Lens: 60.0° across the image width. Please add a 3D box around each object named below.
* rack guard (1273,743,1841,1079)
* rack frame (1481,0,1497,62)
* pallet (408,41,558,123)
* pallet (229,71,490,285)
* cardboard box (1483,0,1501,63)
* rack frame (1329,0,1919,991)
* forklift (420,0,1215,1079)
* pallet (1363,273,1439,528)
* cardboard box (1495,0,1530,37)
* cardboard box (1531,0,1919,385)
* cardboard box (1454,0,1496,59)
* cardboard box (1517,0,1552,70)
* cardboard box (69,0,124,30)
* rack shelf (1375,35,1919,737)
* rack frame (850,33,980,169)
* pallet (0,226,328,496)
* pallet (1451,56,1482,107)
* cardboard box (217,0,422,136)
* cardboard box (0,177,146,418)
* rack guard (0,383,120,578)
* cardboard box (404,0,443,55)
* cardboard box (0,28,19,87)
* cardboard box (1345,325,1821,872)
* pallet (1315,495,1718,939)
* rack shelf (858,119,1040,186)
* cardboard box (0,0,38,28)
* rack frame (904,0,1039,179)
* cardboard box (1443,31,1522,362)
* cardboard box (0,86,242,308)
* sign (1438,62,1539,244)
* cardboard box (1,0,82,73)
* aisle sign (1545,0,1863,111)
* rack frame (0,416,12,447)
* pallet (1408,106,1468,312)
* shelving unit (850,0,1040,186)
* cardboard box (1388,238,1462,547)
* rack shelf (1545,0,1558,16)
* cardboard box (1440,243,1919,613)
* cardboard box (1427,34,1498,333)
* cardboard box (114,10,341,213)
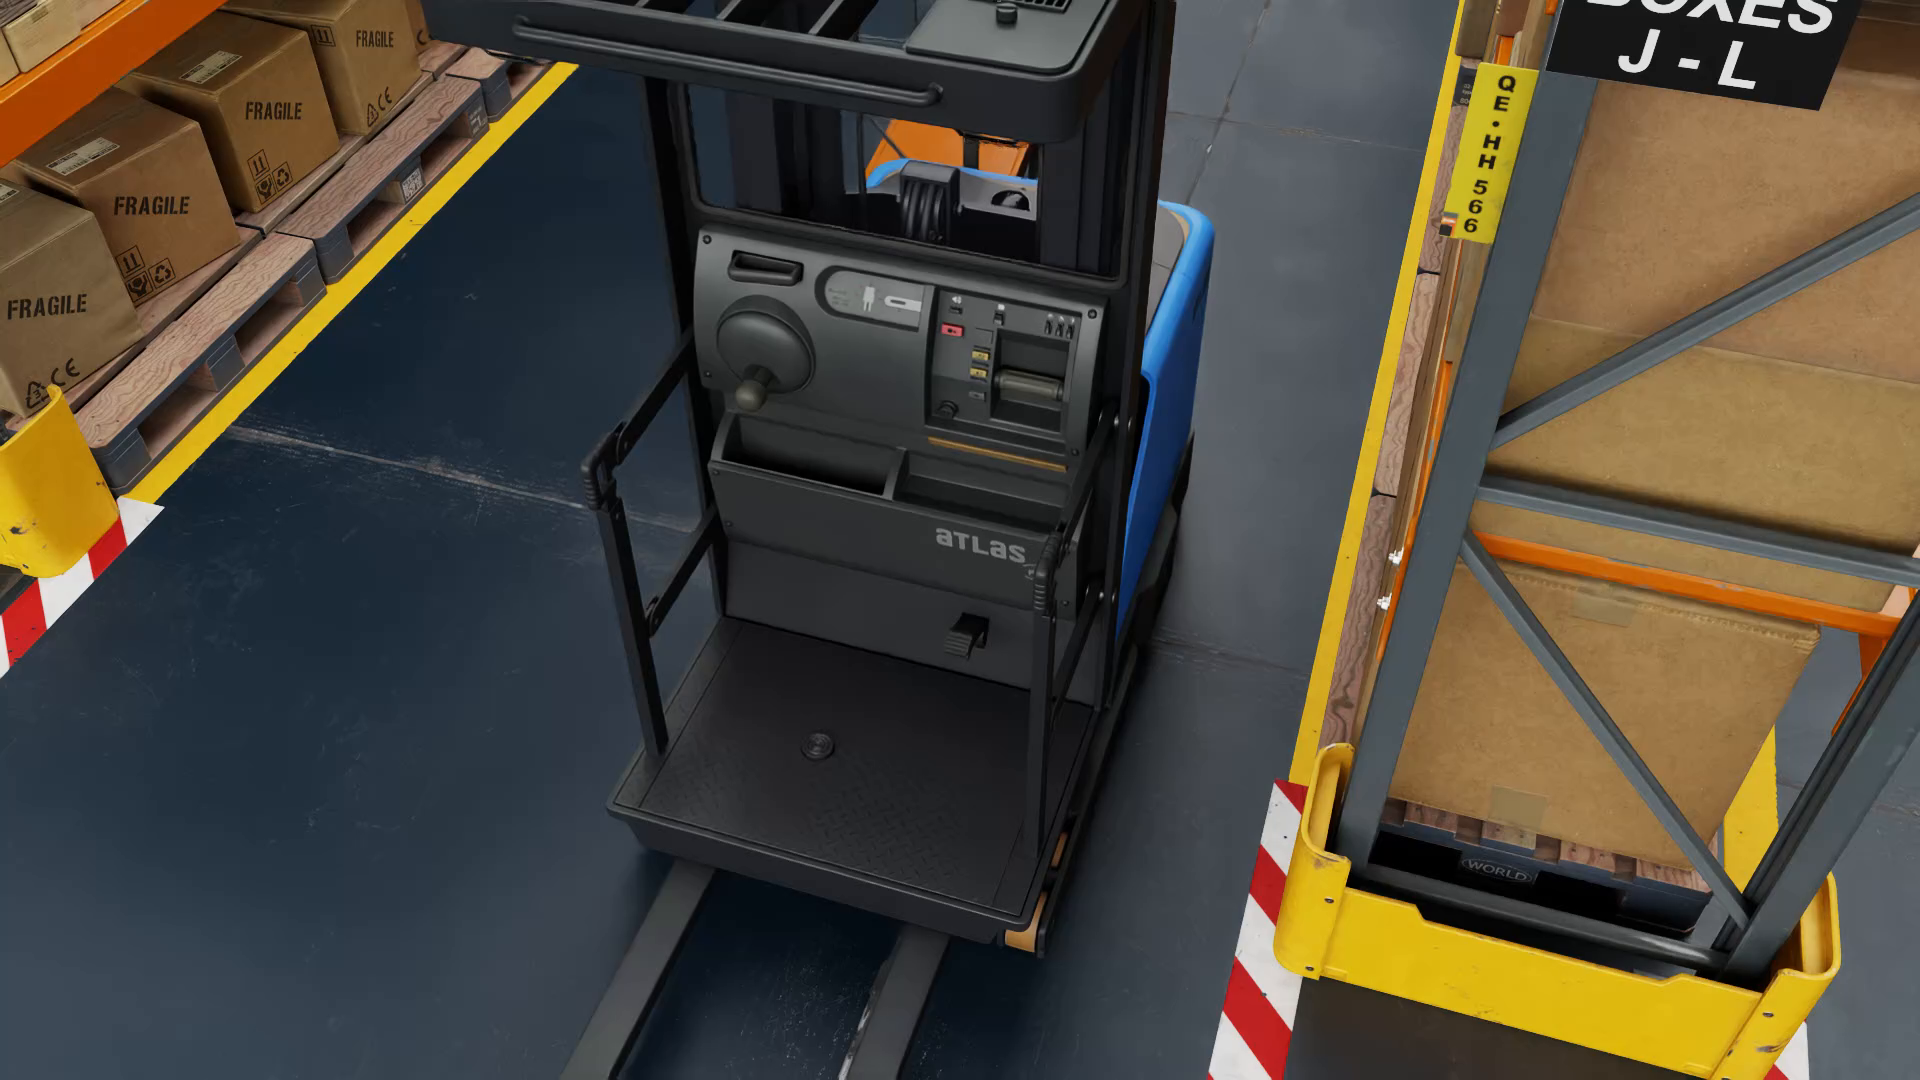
[{"bbox_3d":[1.382,0.897,3.976,1.175,0.500,0.348,13,46,13],"label":"rack guard"},{"bbox_3d":[2.601,-2.679,5.843,1.000,3.000,0.127,13,46,13],"label":"rack frame"},{"bbox_3d":[-2.266,-2.345,7.495,1.003,0.211,1.213,13,46,13],"label":"pallet"},{"bbox_3d":[-2.633,-1.529,6.662,1.003,0.211,1.213,13,46,13],"label":"pallet"},{"bbox_3d":[2.343,-1.665,6.026,0.875,0.875,0.875,13,46,13],"label":"cardboard box"},{"bbox_3d":[1.389,-0.013,3.118,1.000,3.000,0.127,13,46,13],"label":"rack frame"},{"bbox_3d":[-0.213,-0.337,3.499,1.130,2.935,3.031,13,46,13],"label":"forklift"},{"bbox_3d":[1.928,-0.376,5.483,1.003,0.211,1.213,13,46,13],"label":"pallet"},{"bbox_3d":[2.080,-1.777,4.815,0.875,0.550,0.550,13,46,13],"label":"cardboard box"},{"bbox_3d":[1.539,-0.691,2.932,0.875,0.550,0.550,13,46,13],"label":"cardboard box"},{"bbox_3d":[2.703,-2.458,6.925,1.050,0.750,0.750,12,46,12],"label":"cardboard box"},{"bbox_3d":[1.617,-1.077,3.327,0.875,0.550,0.550,13,46,13],"label":"cardboard box"},{"bbox_3d":[-2.754,-1.677,4.999,0.380,0.149,0.250,13,46,13],"label":"cardboard box"},{"bbox_3d":[1.995,-1.089,4.732,1.077,0.370,4.000,13,46,13],"label":"rack shelf"},{"bbox_3d":[-0.187,-0.949,5.147,0.500,1.500,0.032,10,45,10],"label":"rack frame"},{"bbox_3d":[-3.004,-0.718,5.833,1.003,0.211,1.213,13,46,13],"label":"pallet"},{"bbox_3d":[2.762,-2.212,7.360,1.003,0.211,1.213,13,46,13],"label":"pallet"},{"bbox_3d":[-2.534,-1.981,6.617,0.500,0.500,0.500,9,45,9],"label":"cardboard box"},{"bbox_3d":[-3.102,-0.800,5.410,0.500,0.500,0.500,21,48,20],"label":"cardboard box"},{"bbox_3d":[-3.284,-0.288,5.187,1.175,0.500,0.348,13,46,13],"label":"rack guard"},{"bbox_3d":[-2.421,-2.412,7.057,0.500,0.500,0.500,27,50,25],"label":"cardboard box"},{"bbox_3d":[-2.900,-1.343,4.657,0.380,0.149,0.250,13,46,13],"label":"cardboard box"},{"bbox_3d":[1.532,0.131,4.191,0.875,0.875,0.875,13,46,13],"label":"cardboard box"},{"bbox_3d":[1.557,0.435,4.655,1.003,0.211,1.213,13,46,13],"label":"pallet"},{"bbox_3d":[-0.067,-1.166,5.626,0.538,0.185,1.000,10,45,10],"label":"rack shelf"},{"bbox_3d":[-3.114,-1.633,4.490,0.875,0.500,0.500,13,46,13],"label":"cardboard box"},{"bbox_3d":[0.053,-1.640,5.853,0.500,1.500,0.032,10,45,10],"label":"rack frame"},{"bbox_3d":[1.604,-0.694,3.708,0.875,0.550,0.550,13,46,13],"label":"cardboard box"},{"bbox_3d":[-2.954,-1.206,5.824,0.500,0.500,0.500,24,49,23],"label":"cardboard box"},{"bbox_3d":[0.876,-0.635,2.757,0.100,0.325,0.005,13,46,13],"label":"sign"},{"bbox_3d":[-2.810,-1.506,4.824,0.380,0.149,0.250,13,46,13],"label":"cardboard box"},{"bbox_3d":[1.082,-0.958,2.226,0.394,0.787,0.004,13,46,13],"label":"aisle sign"},{"bbox_3d":[-3.307,-1.130,4.261,1.000,3.000,0.127,13,46,13],"label":"rack frame"},{"bbox_3d":[2.296,-1.192,6.317,1.003,0.211,1.213,13,46,13],"label":"pallet"},{"bbox_3d":[-0.065,-1.300,5.506,0.587,1.500,1.083,10,45,10],"label":"shelving unit"},{"bbox_3d":[1.796,-0.456,4.790,0.875,0.875,0.875,12,46,12],"label":"cardboard box"},{"bbox_3d":[1.995,-2.161,3.683,1.077,0.370,4.000,13,46,13],"label":"rack shelf"},{"bbox_3d":[1.458,-0.323,3.328,0.875,0.550,0.550,13,46,13],"label":"cardboard box"},{"bbox_3d":[2.074,-1.063,5.411,0.875,0.875,0.875,13,46,13],"label":"cardboard box"},{"bbox_3d":[-2.746,-1.619,6.247,0.500,0.500,0.500,17,47,16],"label":"cardboard box"}]
